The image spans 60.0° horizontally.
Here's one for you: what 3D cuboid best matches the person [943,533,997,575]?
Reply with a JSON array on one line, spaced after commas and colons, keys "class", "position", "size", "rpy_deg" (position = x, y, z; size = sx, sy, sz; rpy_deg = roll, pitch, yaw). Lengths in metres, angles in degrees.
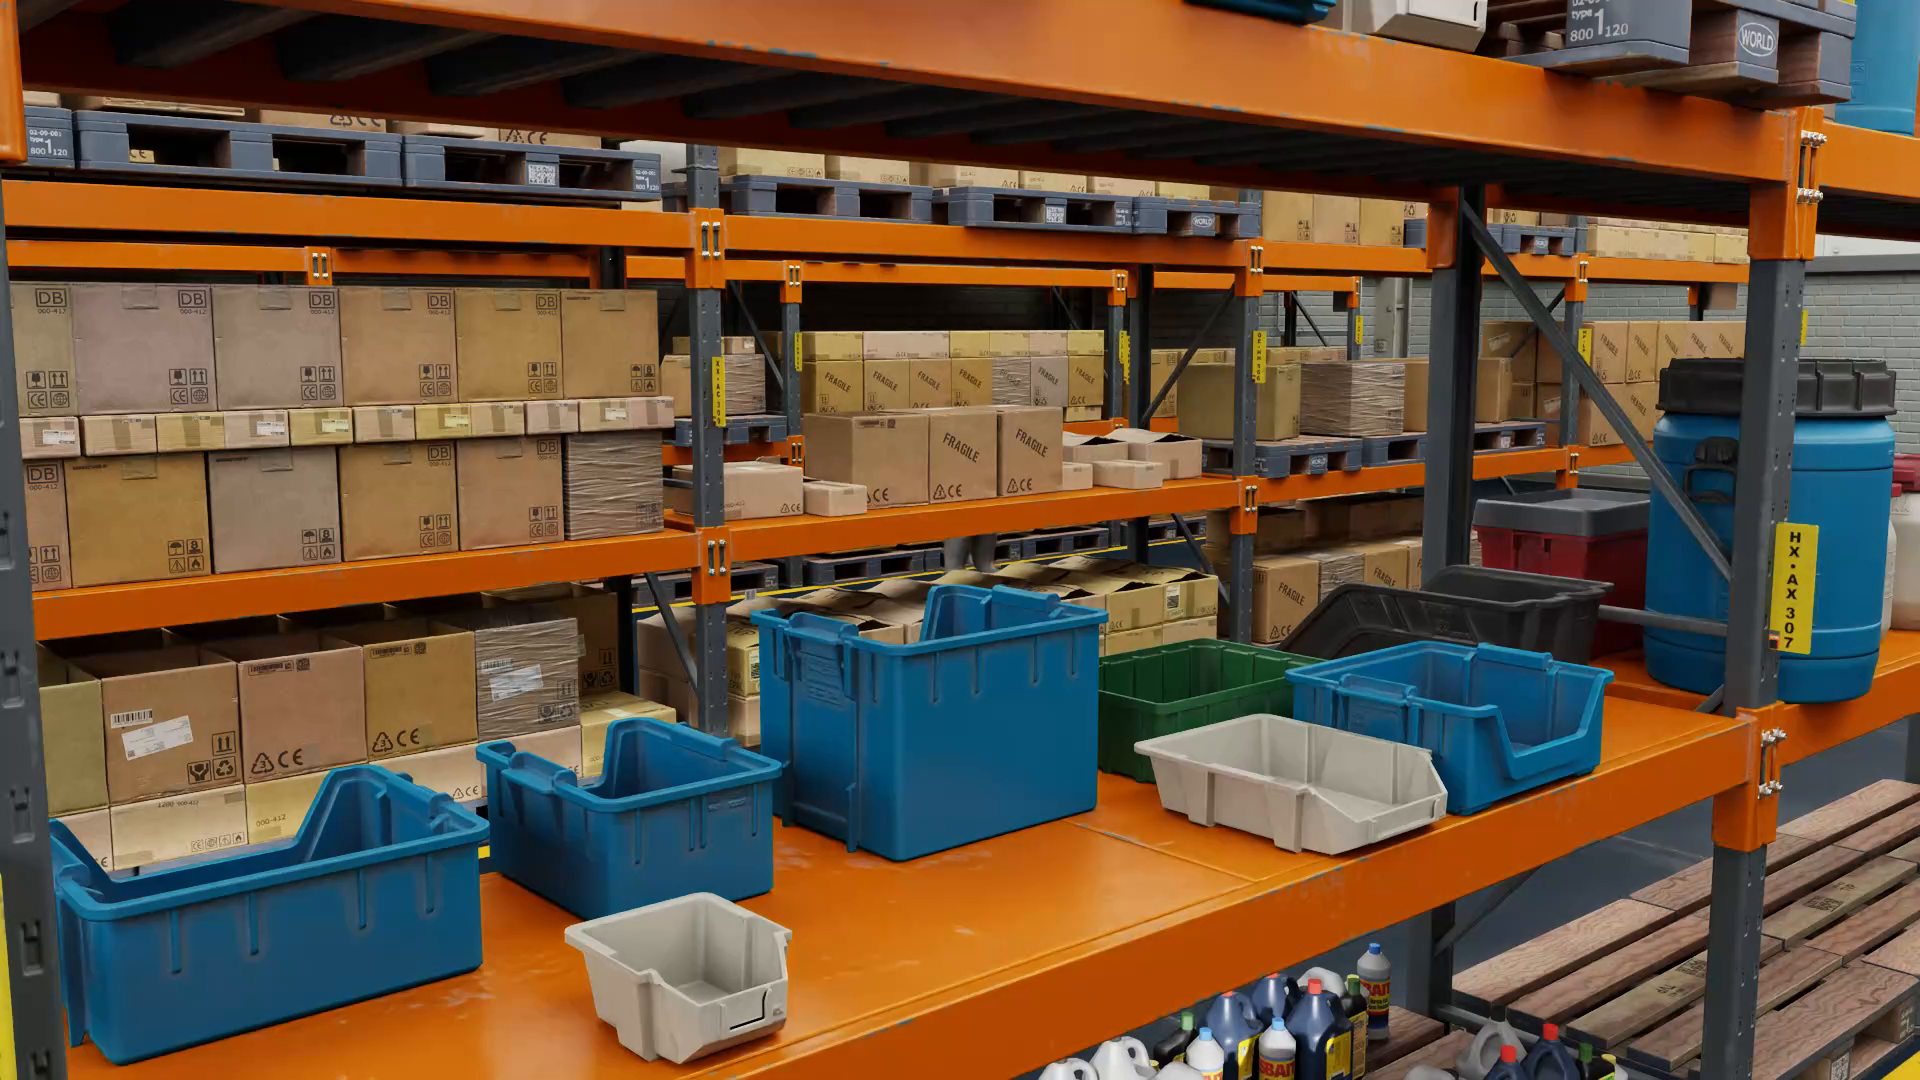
[{"class": "person", "position": [0.061, -0.137, 12.525], "size": [0.468, 1.709, 0.385], "rpy_deg": [-6, 10, -40]}]
